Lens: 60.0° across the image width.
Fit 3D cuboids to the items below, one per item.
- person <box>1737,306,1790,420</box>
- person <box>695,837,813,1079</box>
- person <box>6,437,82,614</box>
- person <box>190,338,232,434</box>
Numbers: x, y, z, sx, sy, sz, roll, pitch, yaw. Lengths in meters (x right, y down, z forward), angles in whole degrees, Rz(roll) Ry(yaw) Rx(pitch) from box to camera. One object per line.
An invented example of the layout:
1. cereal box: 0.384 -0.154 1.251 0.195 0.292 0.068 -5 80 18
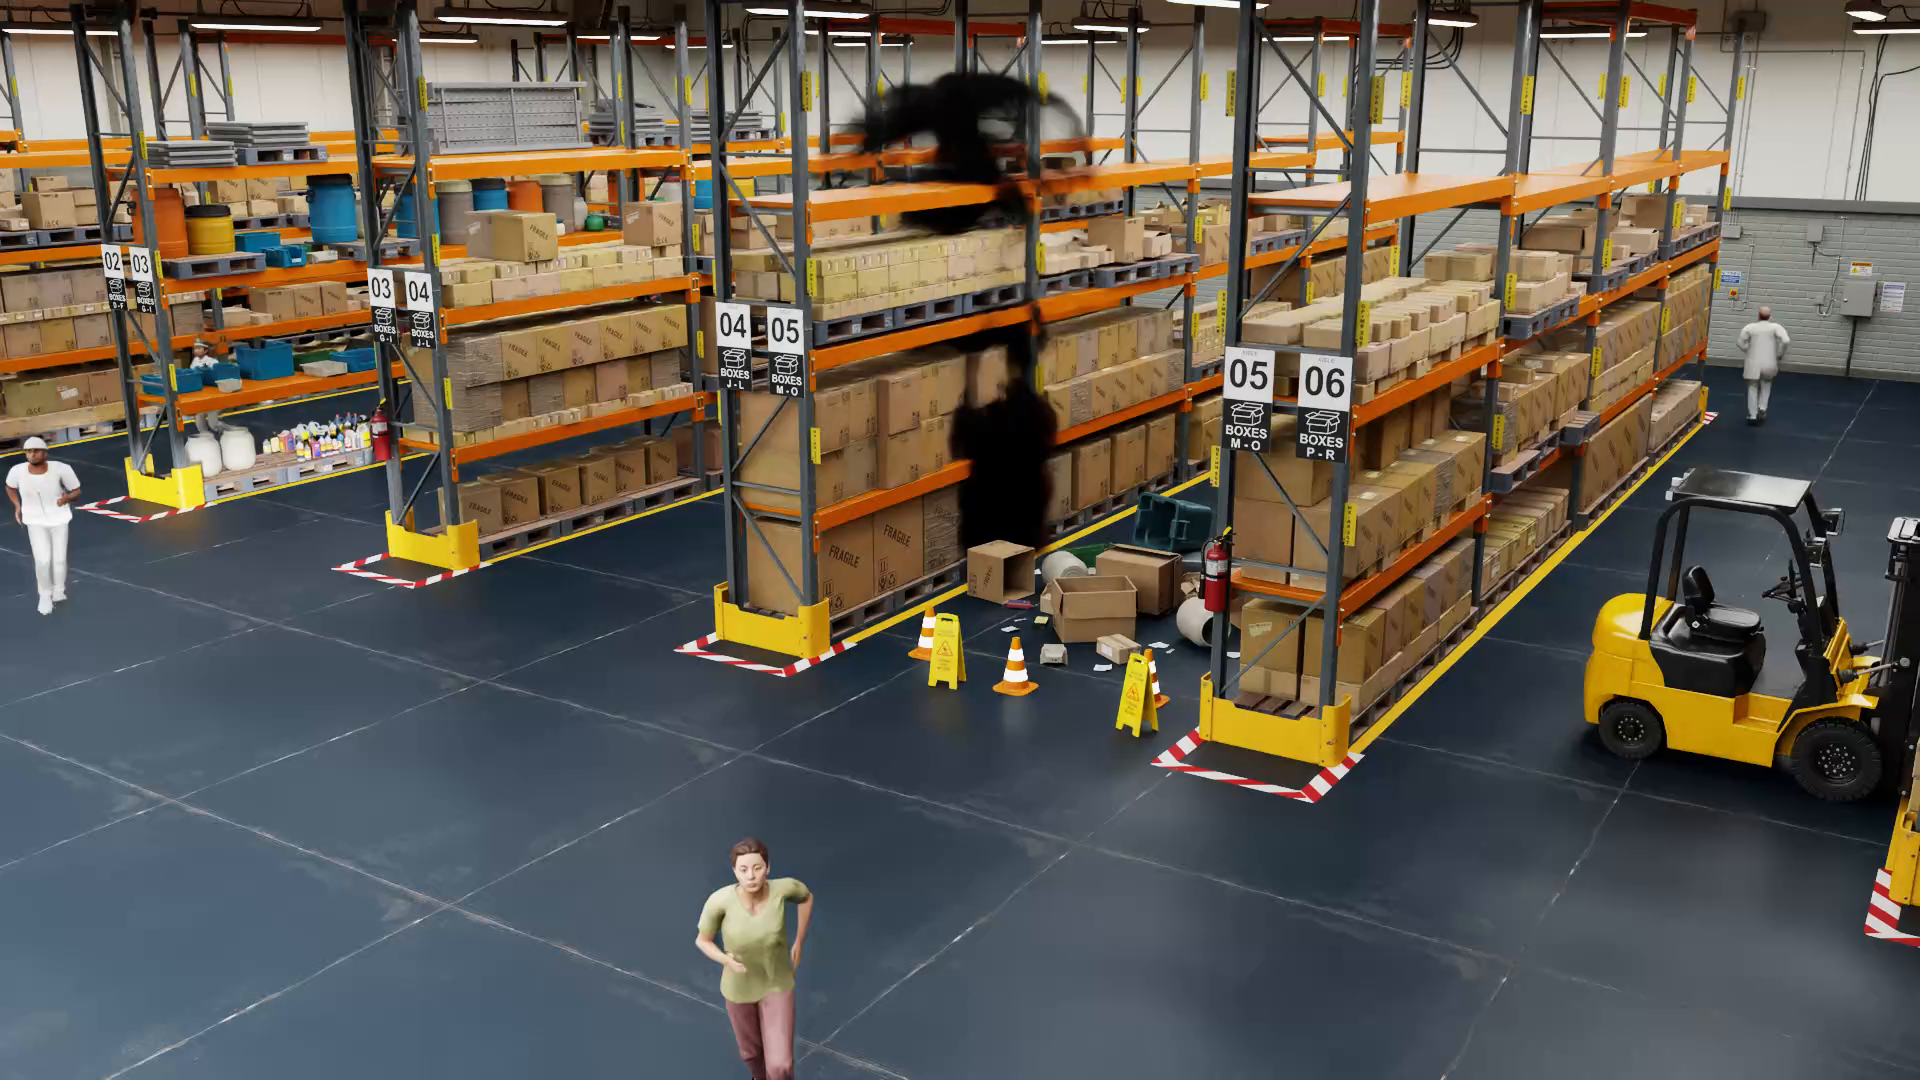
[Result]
1. person: 12.338 -2.687 25.649 0.720 1.822 0.789 6 17 22
2. person: -1.000 2.216 8.189 0.562 1.677 0.748 -1 16 -3
3. person: -9.054 -0.146 16.526 0.663 1.803 0.722 -8 17 -27
4. person: -10.529 -2.006 23.334 0.625 1.681 0.720 6 17 19
